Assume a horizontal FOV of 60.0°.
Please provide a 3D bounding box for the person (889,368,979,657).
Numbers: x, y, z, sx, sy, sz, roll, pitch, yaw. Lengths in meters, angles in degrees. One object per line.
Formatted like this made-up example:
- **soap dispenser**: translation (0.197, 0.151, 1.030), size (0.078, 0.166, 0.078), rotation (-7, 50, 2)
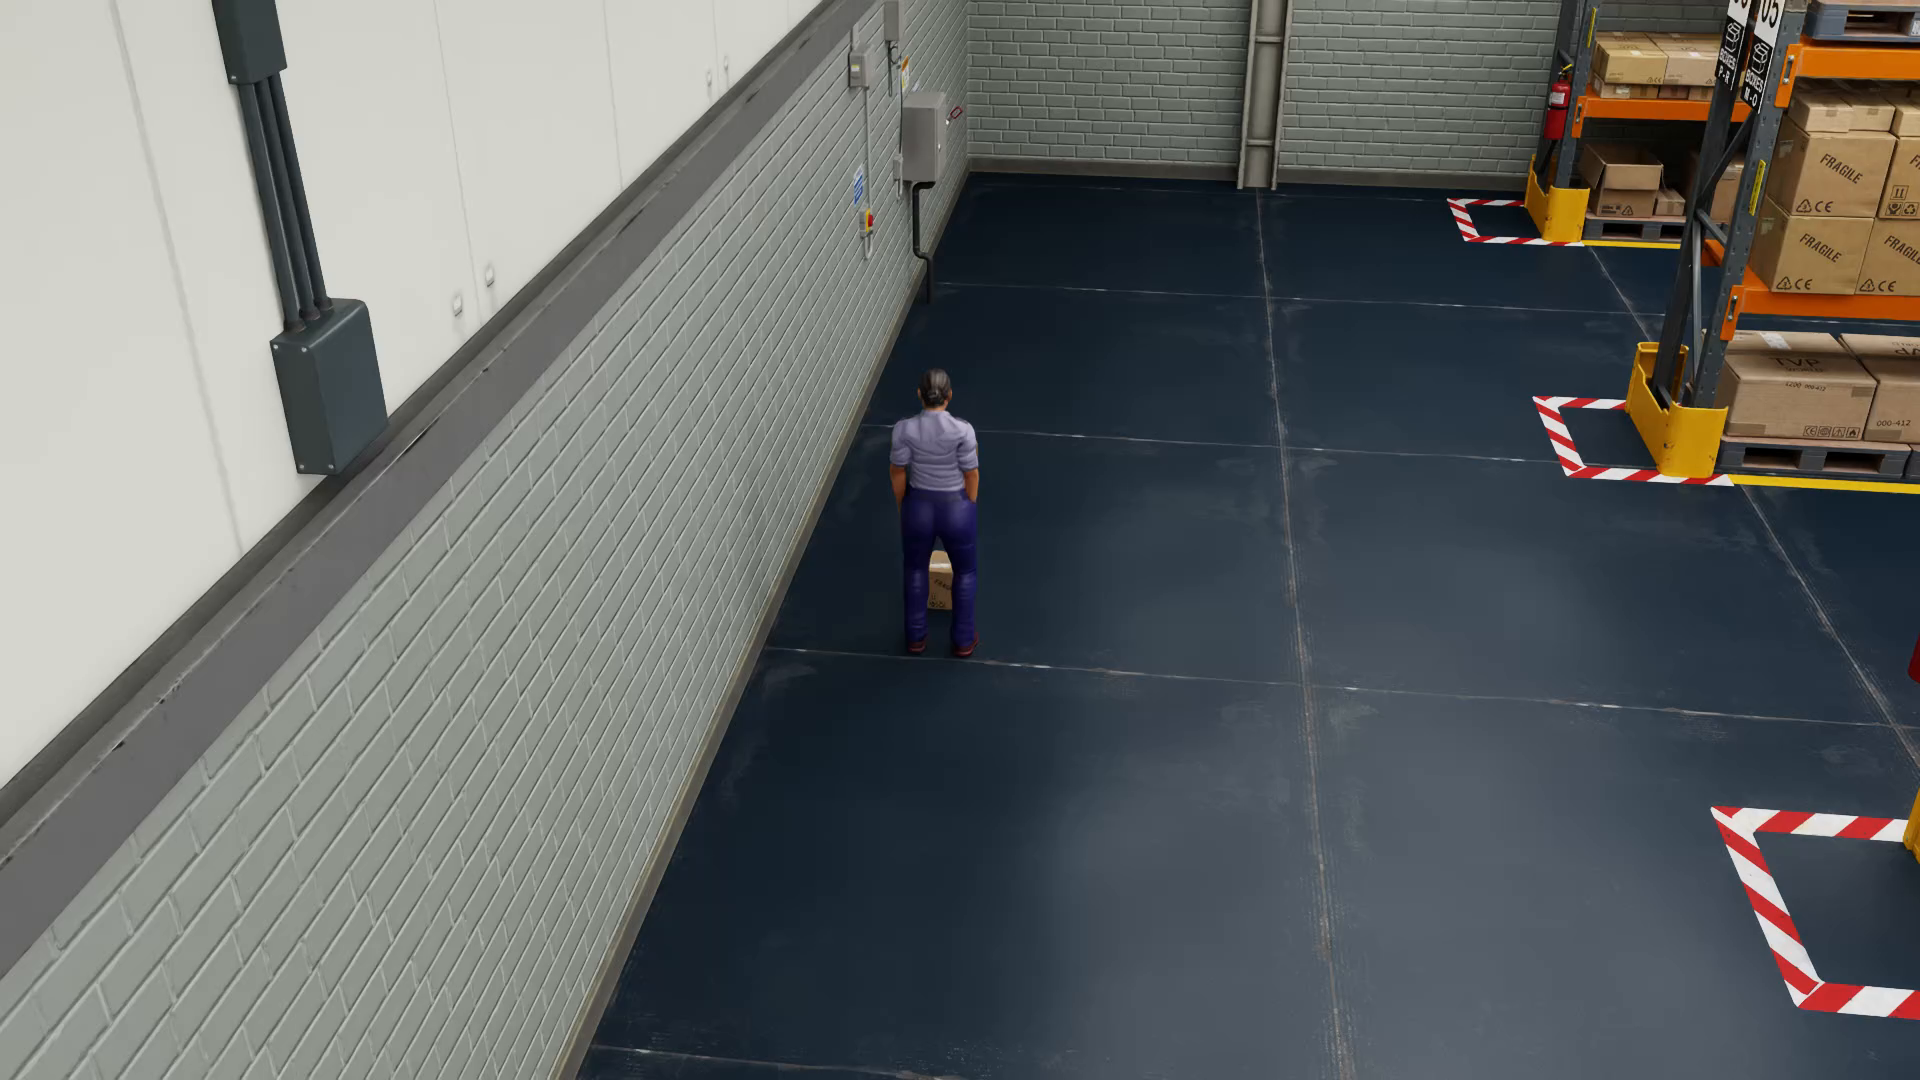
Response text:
- **person**: translation (-0.136, -0.129, 8.902), size (0.480, 1.636, 0.336), rotation (4, 29, 7)
